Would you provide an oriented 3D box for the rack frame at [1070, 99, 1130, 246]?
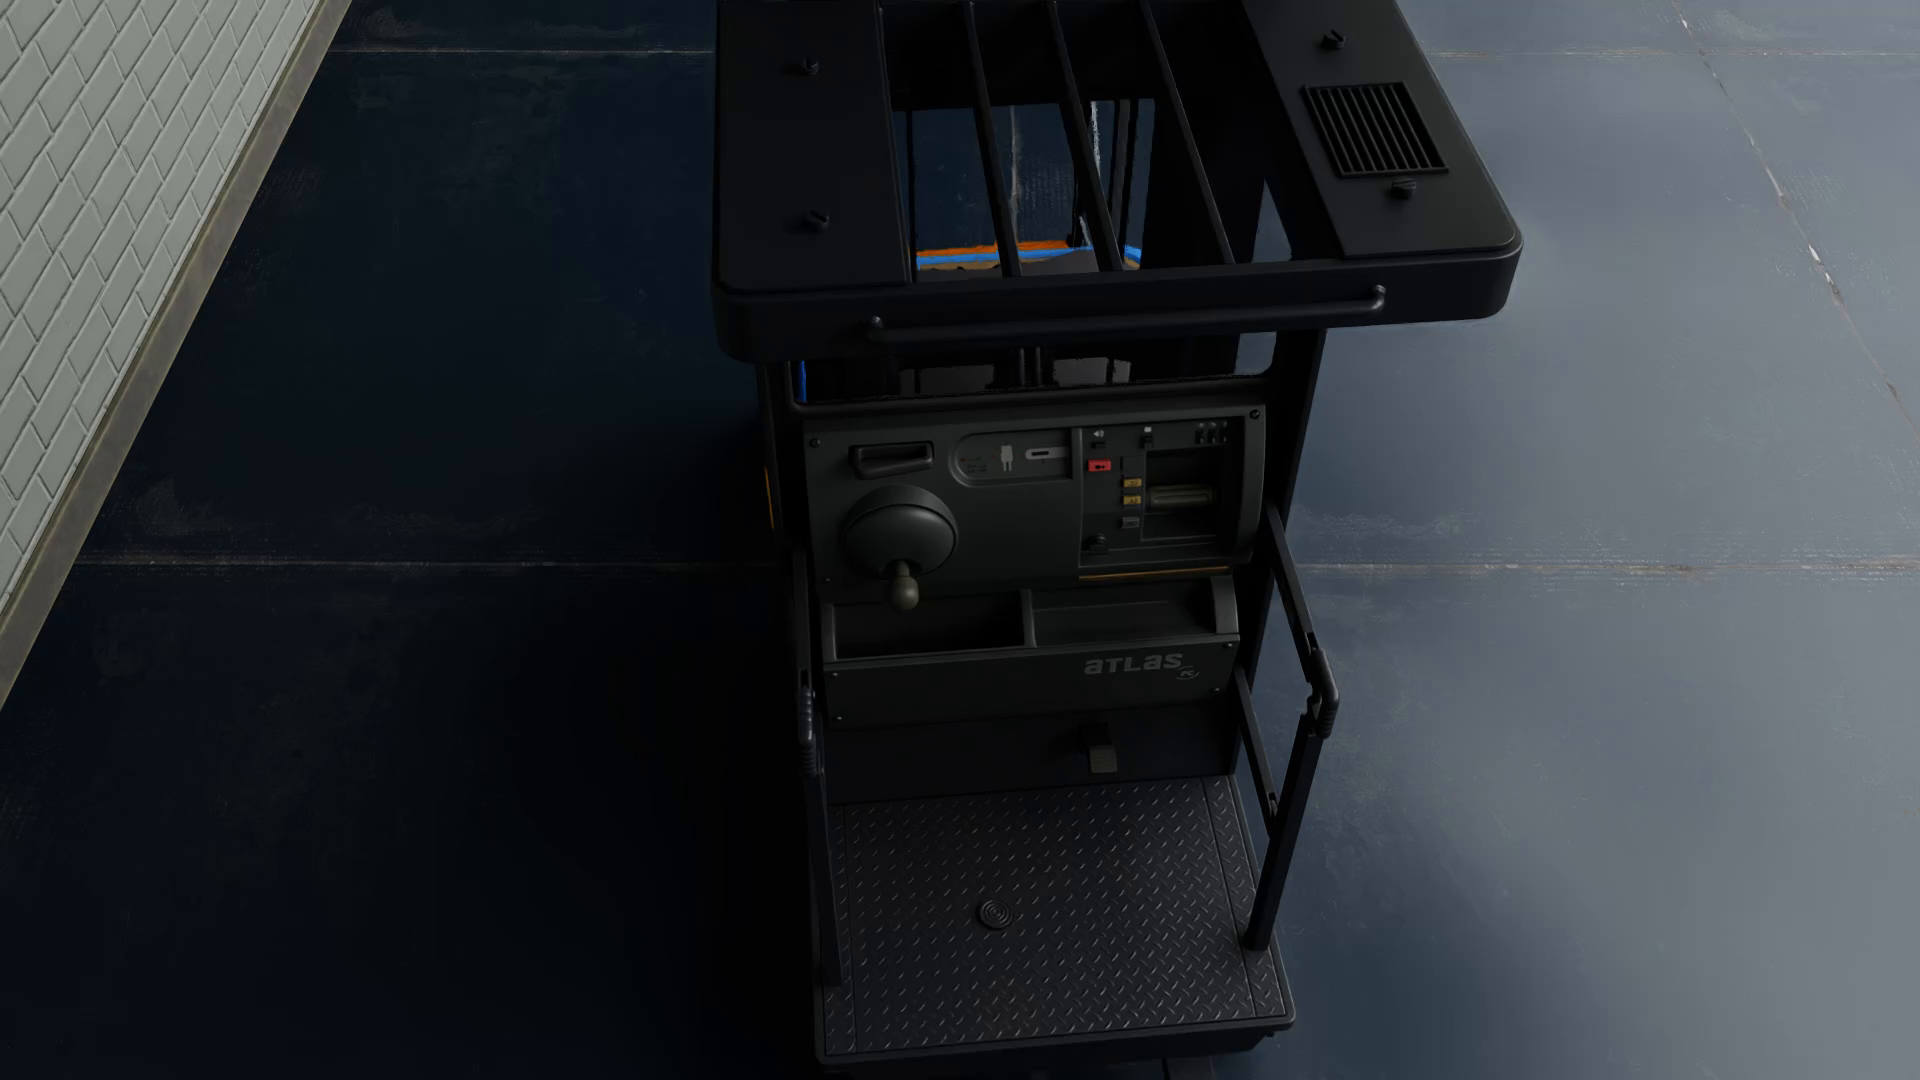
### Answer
[{"bbox_3d":[0.397,-0.846,5.013,0.032,1.500,0.500,-6,47,-5],"label":"rack frame"}]

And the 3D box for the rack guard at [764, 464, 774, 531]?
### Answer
[{"bbox_3d":[-0.592,-0.324,5.381,0.087,0.250,0.587,-6,47,-5],"label":"rack guard"}]

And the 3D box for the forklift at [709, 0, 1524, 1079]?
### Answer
[{"bbox_3d":[14.856,3.211,0.259,29.544,2.935,14.453,-4,47,-4],"label":"forklift"}]

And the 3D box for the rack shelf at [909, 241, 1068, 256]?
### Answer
[{"bbox_3d":[-0.107,-0.720,5.050,0.952,0.026,0.459,-6,47,-5],"label":"rack shelf"}]

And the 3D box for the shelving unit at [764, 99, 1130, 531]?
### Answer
[{"bbox_3d":[-0.098,-0.798,4.968,1.083,1.500,0.587,-6,47,-5],"label":"shelving unit"}]
